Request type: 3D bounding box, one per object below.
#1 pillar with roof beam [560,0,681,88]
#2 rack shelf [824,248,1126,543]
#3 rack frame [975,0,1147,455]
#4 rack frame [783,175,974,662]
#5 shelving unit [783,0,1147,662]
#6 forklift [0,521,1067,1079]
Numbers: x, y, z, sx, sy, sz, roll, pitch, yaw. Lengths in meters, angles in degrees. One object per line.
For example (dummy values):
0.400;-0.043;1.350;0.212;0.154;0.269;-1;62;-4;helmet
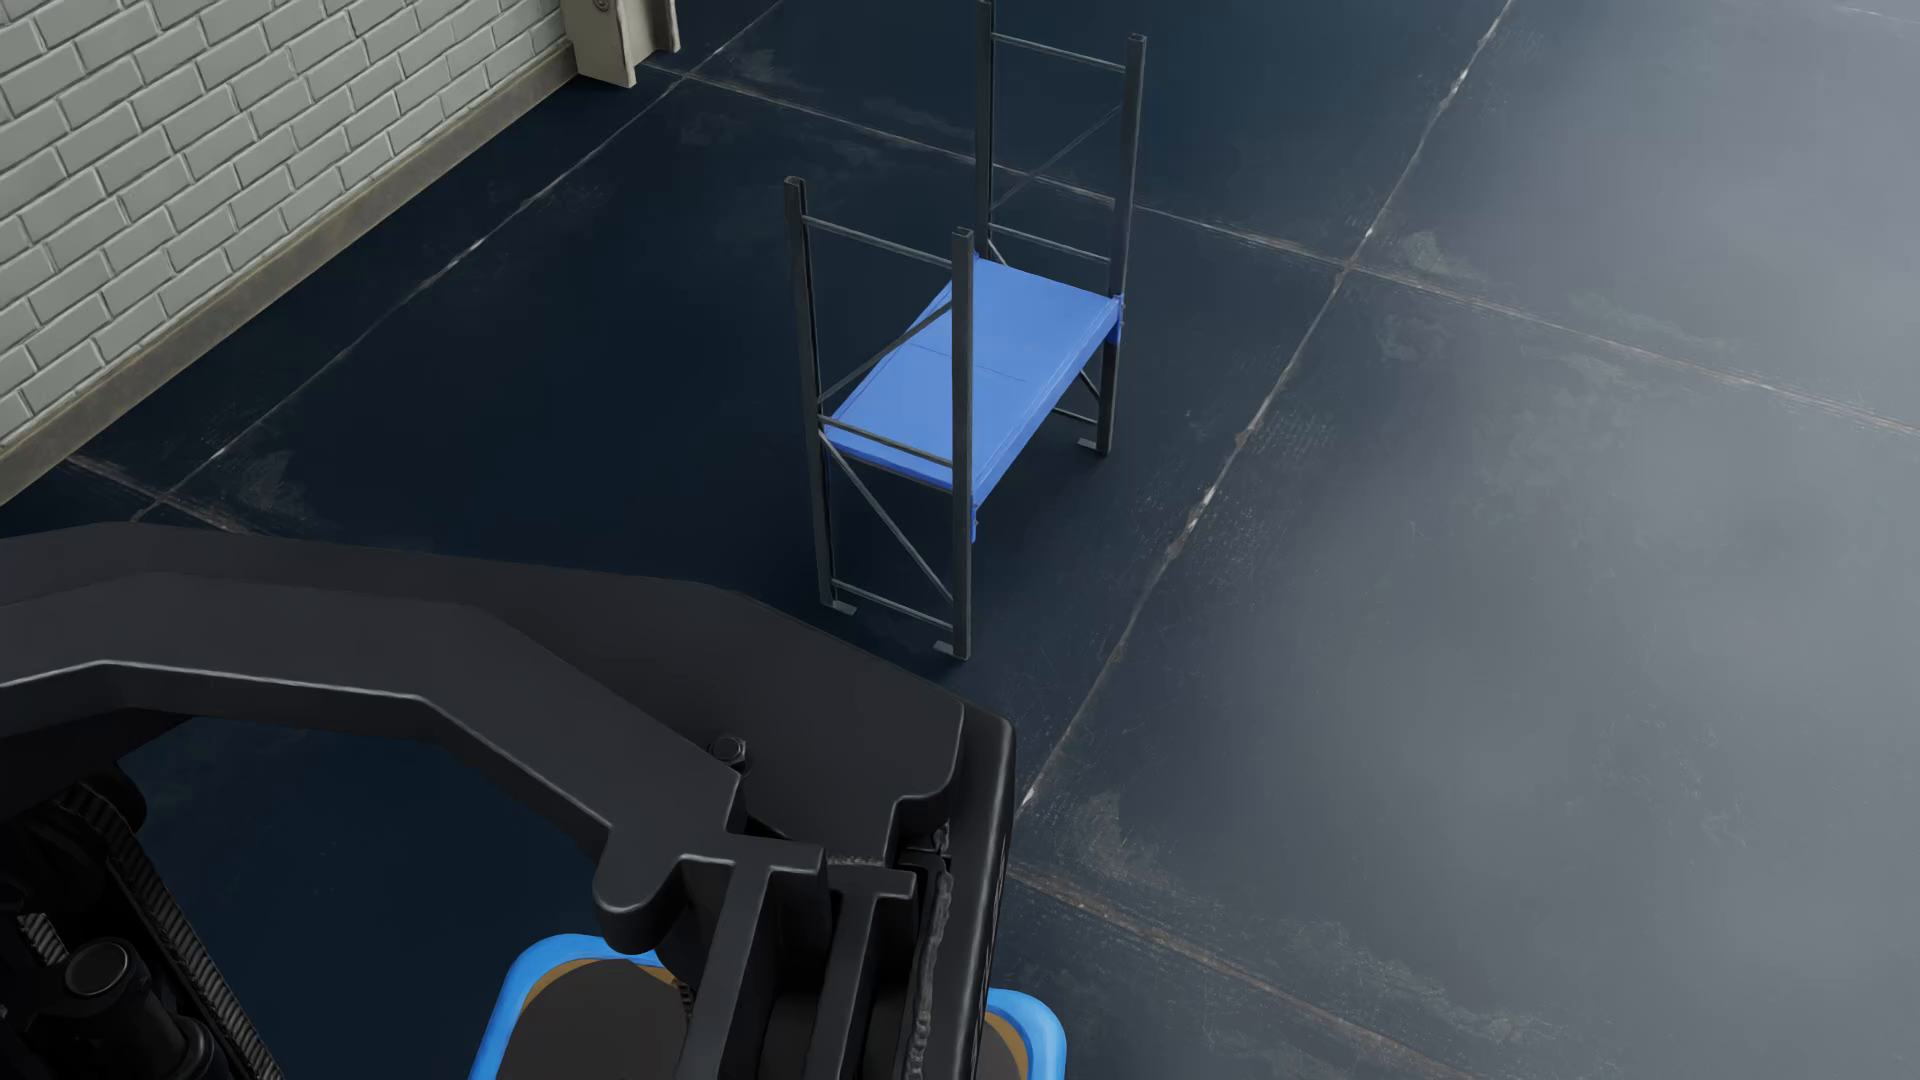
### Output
2.342;-3.867;2.745;9.100;9.000;0.400;20;49;19;pillar with roof beam
0.040;-0.455;4.898;0.538;0.185;1.000;20;49;19;rack shelf
0.276;-0.901;5.086;0.500;1.500;0.032;20;49;19;rack frame
-0.196;-0.261;4.453;0.500;1.500;0.032;20;49;19;rack frame
0.040;-0.581;4.770;0.538;1.500;1.048;20;49;19;shelving unit
-0.520;1.525;1.682;1.130;2.935;3.031;6;46;6;forklift
